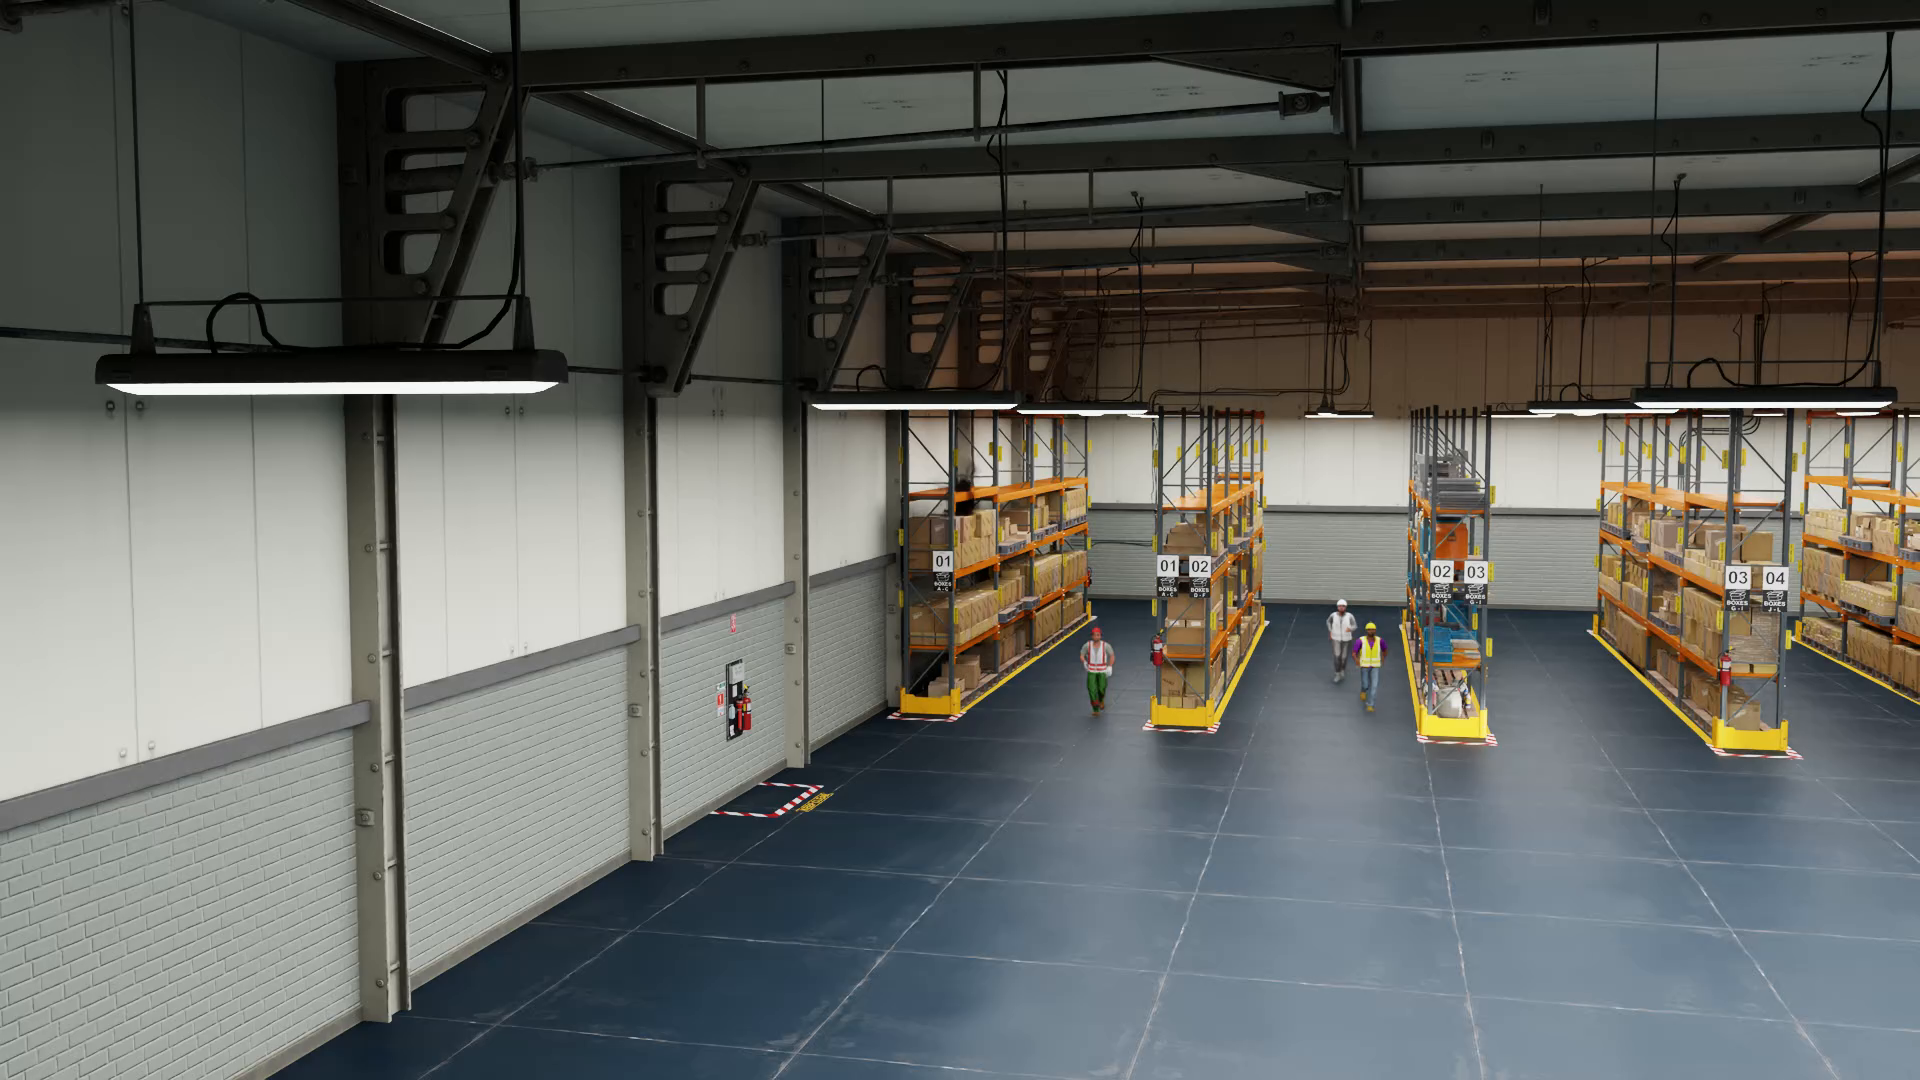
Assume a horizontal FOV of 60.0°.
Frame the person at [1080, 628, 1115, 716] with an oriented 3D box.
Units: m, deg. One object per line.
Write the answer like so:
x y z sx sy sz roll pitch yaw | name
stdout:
2.639 2.557 32.099 0.672 1.744 0.601 1 4 9 | person

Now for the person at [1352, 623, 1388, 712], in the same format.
8.116 2.503 32.877 0.700 1.739 0.801 0 4 6 | person

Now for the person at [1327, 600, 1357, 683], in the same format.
8.416 2.216 36.622 0.644 1.823 0.792 1 4 9 | person
